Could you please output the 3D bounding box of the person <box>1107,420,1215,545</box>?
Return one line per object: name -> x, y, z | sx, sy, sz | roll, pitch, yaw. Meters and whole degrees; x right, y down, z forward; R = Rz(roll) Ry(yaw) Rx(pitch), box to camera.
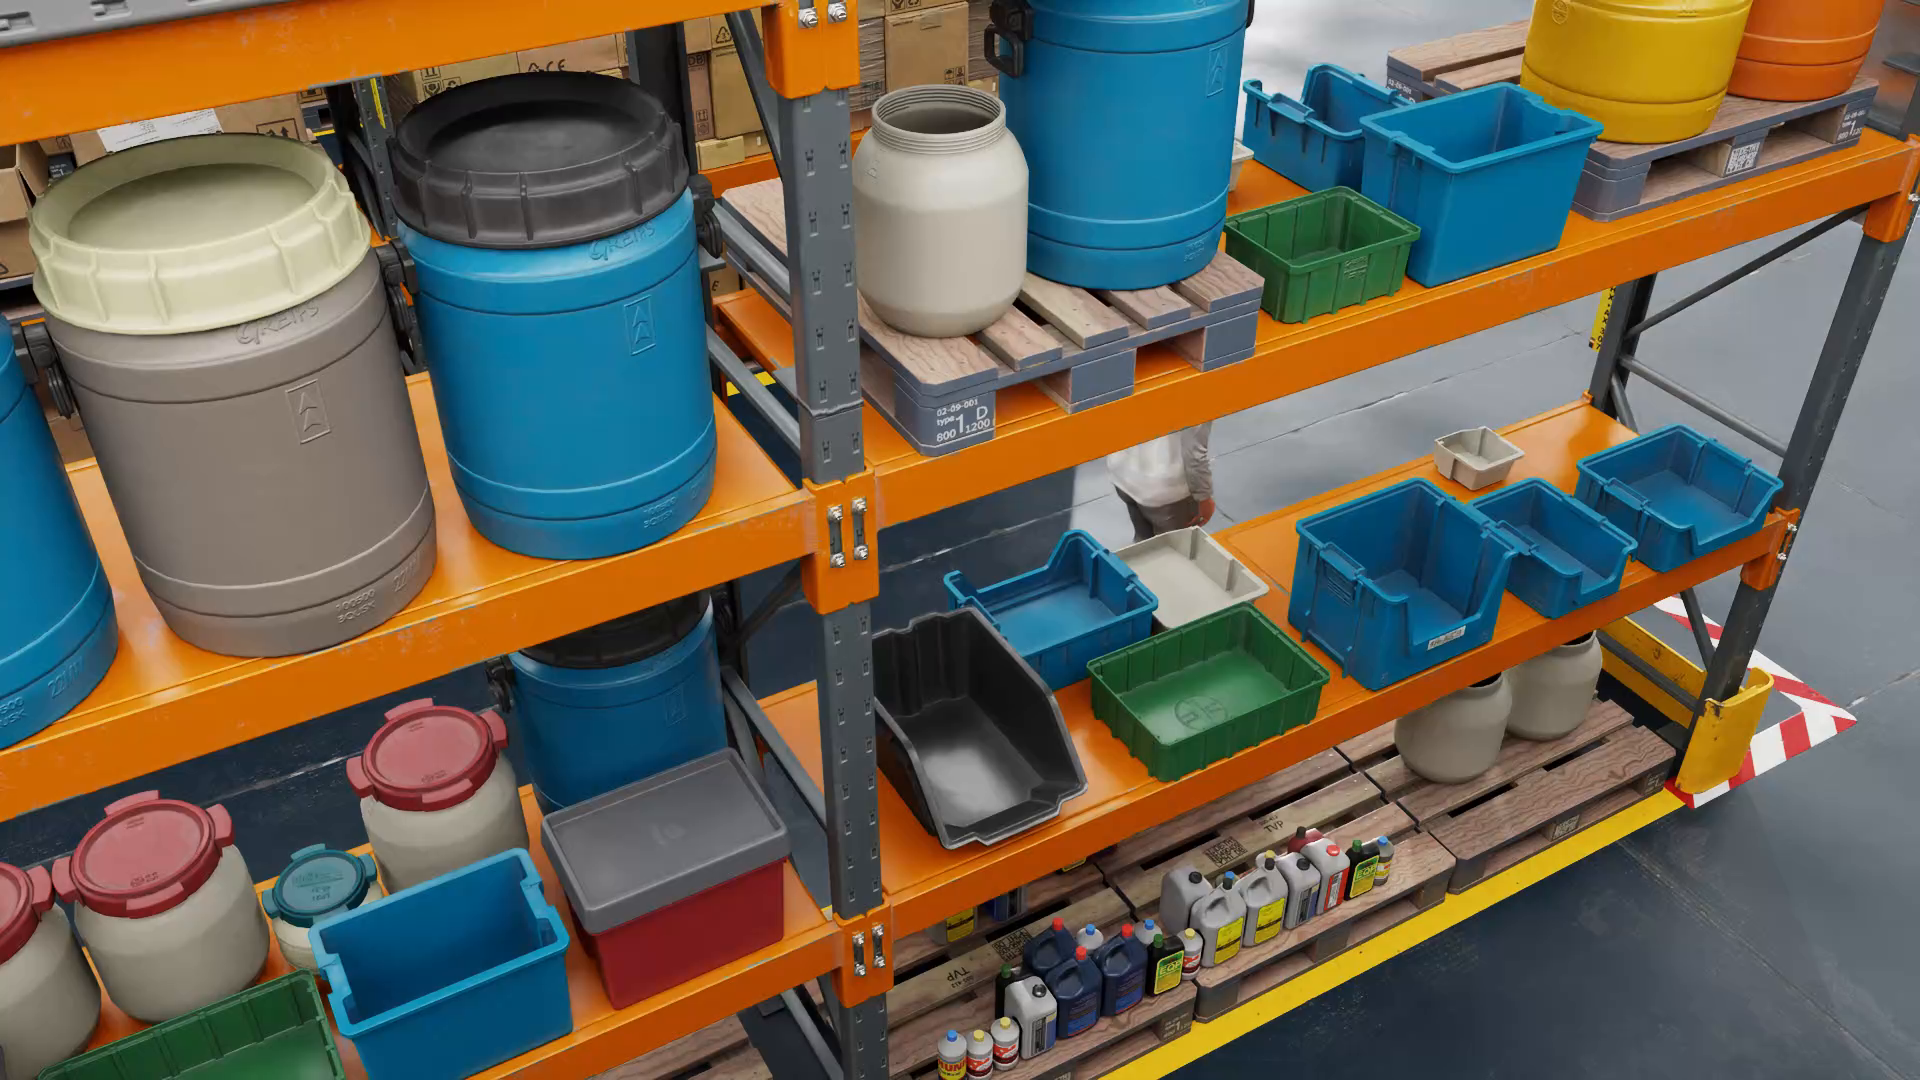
person -> 0.892, -0.289, 7.295 | 0.472, 1.772, 0.594 | -22, 42, -26
